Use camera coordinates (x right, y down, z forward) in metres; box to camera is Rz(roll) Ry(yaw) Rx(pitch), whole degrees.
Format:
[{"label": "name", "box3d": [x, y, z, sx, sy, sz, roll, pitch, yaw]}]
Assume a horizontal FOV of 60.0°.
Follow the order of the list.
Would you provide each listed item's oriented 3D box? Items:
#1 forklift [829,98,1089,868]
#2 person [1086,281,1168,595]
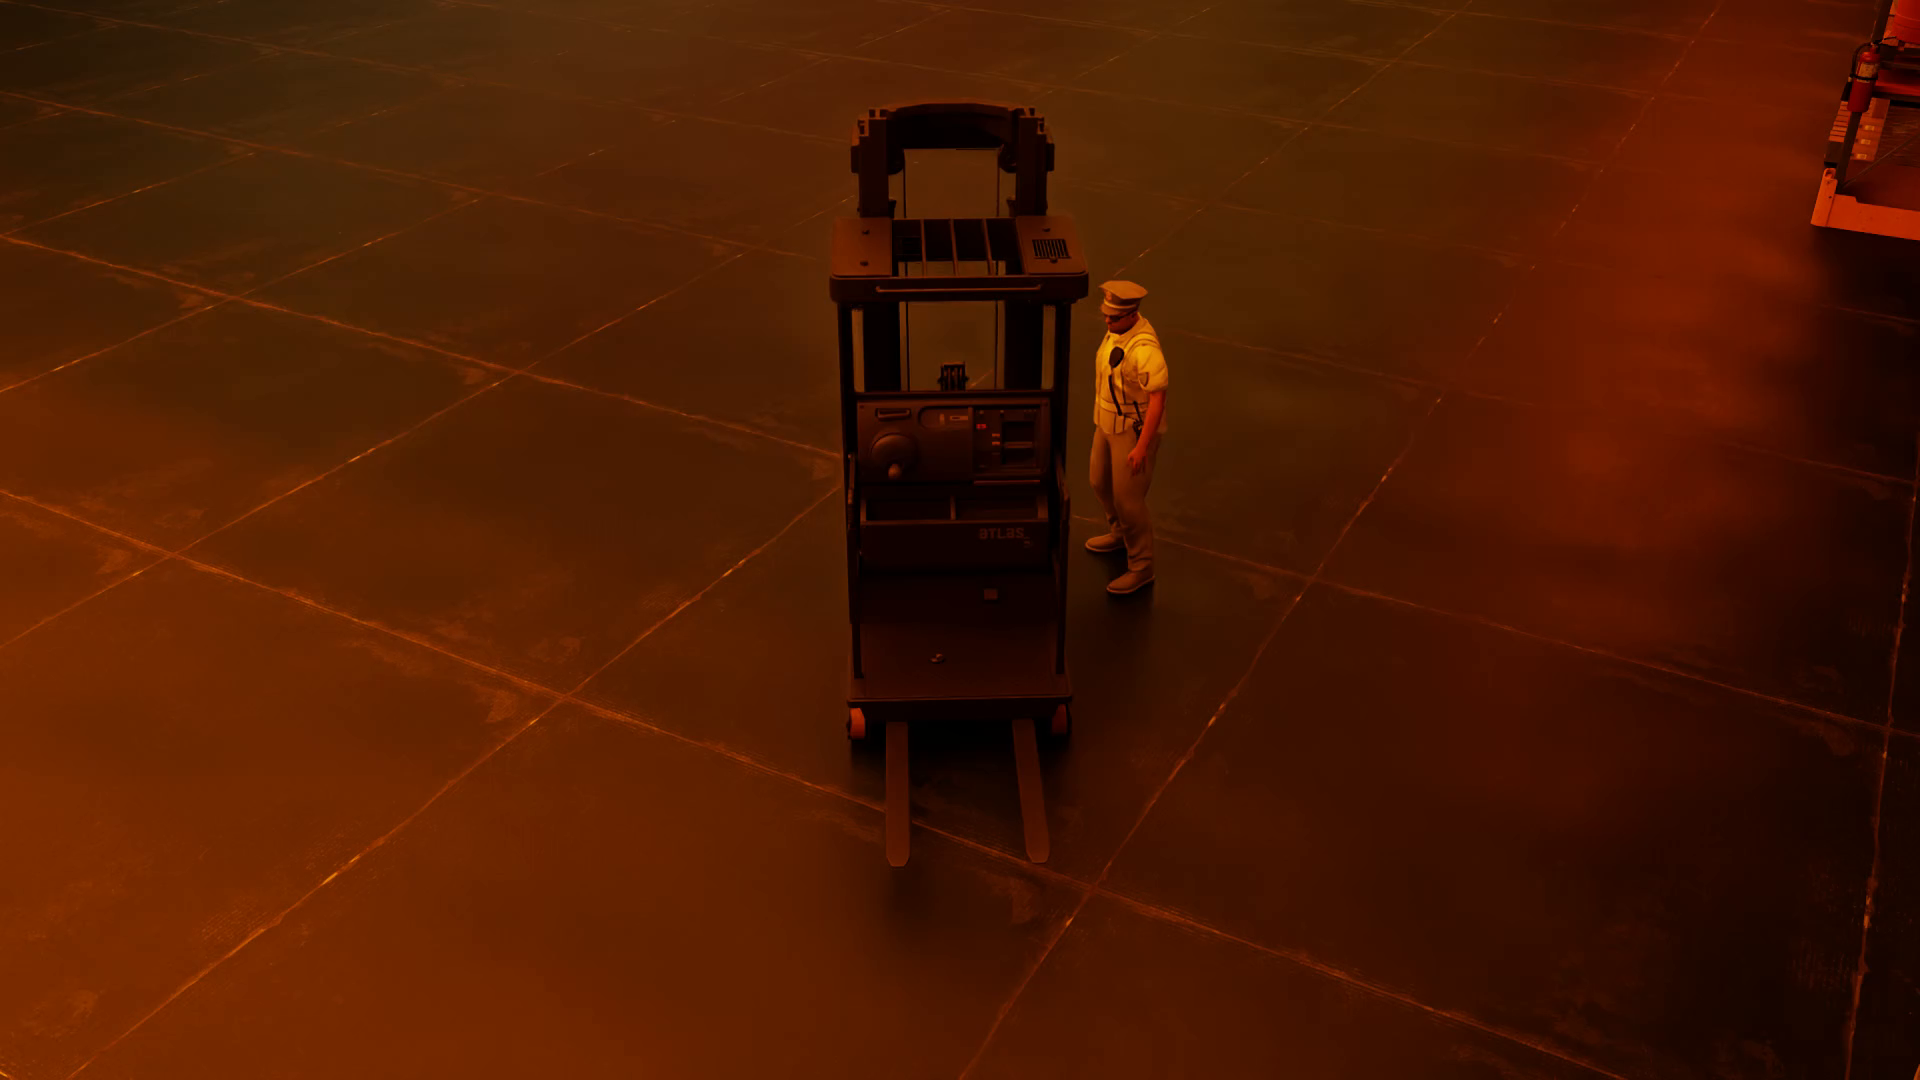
[{"label": "forklift", "box3d": [-0.017, -0.437, 7.827, 1.130, 2.935, 3.031, -1, 30, -2]}, {"label": "person", "box3d": [0.930, -0.634, 9.378, 0.440, 1.725, 0.787, -10, 32, -17]}]
